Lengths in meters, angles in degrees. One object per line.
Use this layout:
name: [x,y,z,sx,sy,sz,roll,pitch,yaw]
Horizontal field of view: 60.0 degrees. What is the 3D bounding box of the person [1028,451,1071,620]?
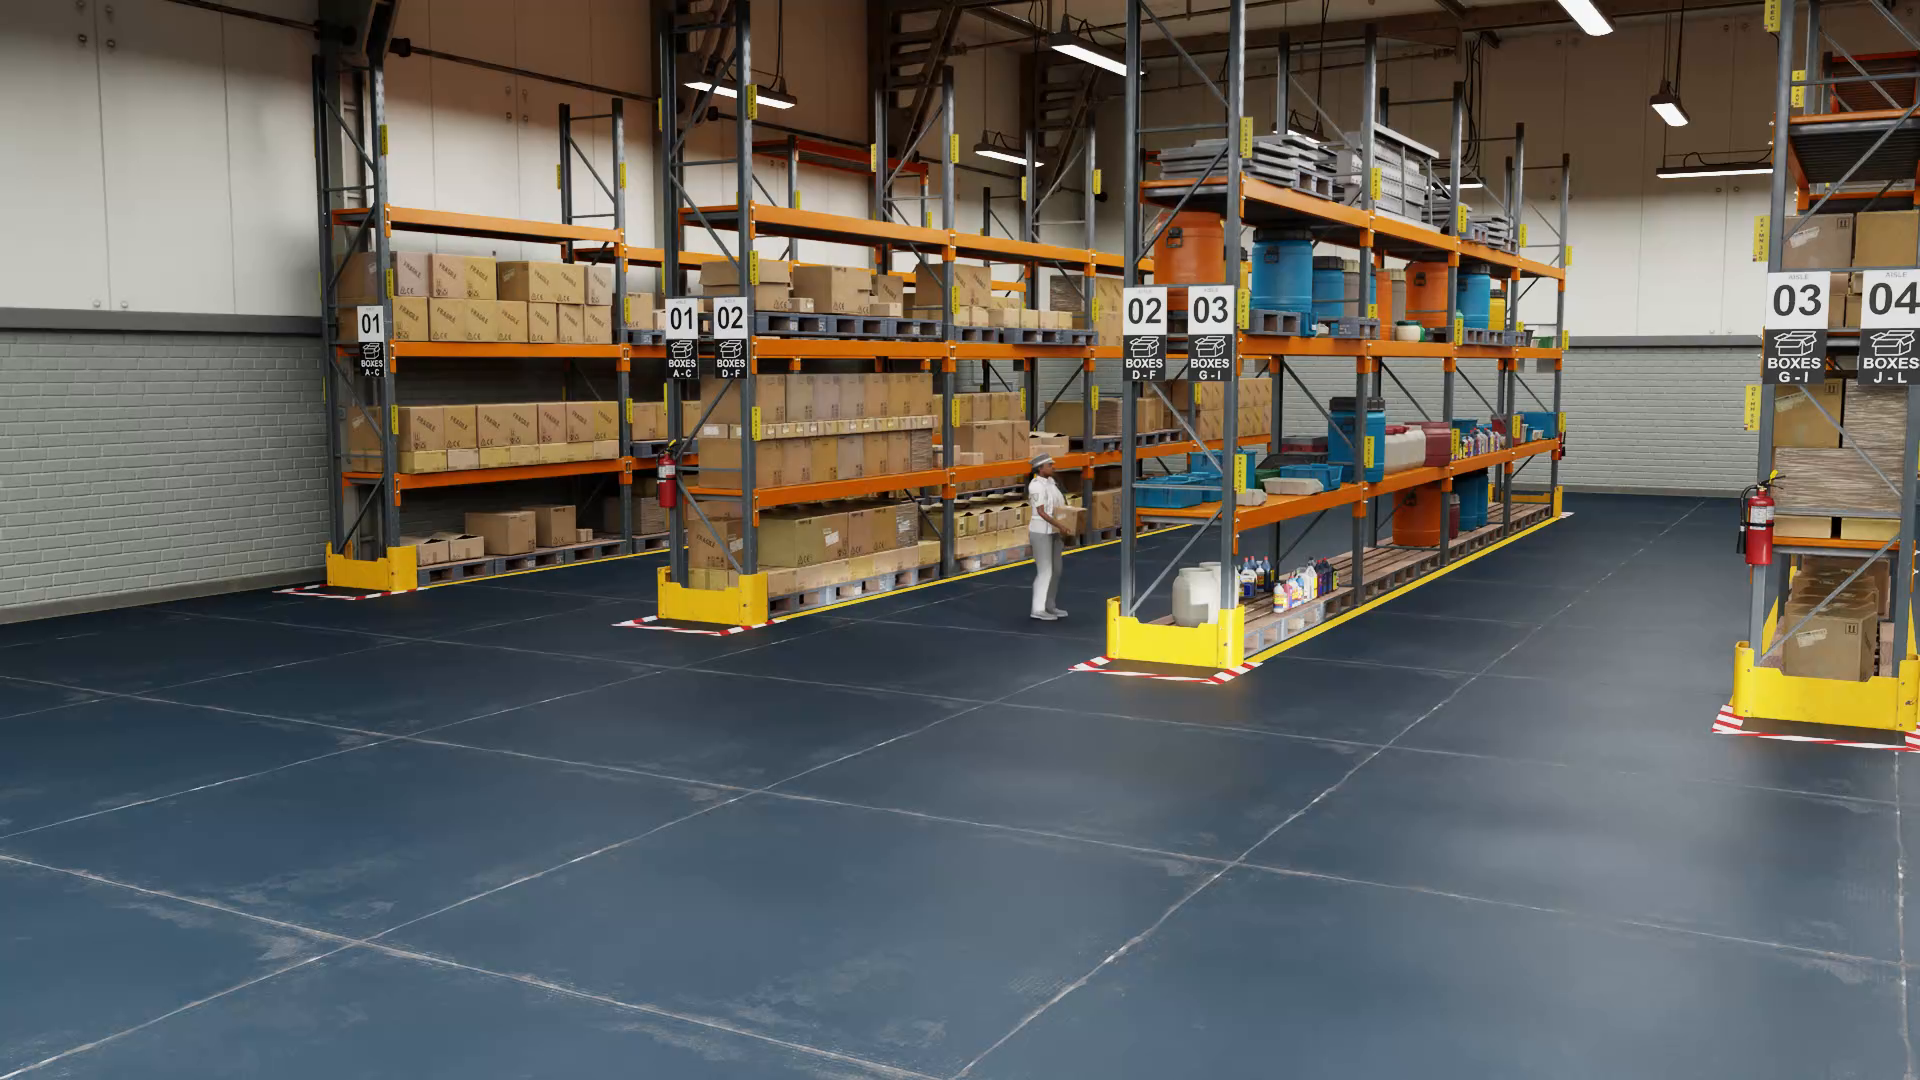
person: [0.934,-0.053,16.730,0.533,1.689,0.449,3,7,29]
